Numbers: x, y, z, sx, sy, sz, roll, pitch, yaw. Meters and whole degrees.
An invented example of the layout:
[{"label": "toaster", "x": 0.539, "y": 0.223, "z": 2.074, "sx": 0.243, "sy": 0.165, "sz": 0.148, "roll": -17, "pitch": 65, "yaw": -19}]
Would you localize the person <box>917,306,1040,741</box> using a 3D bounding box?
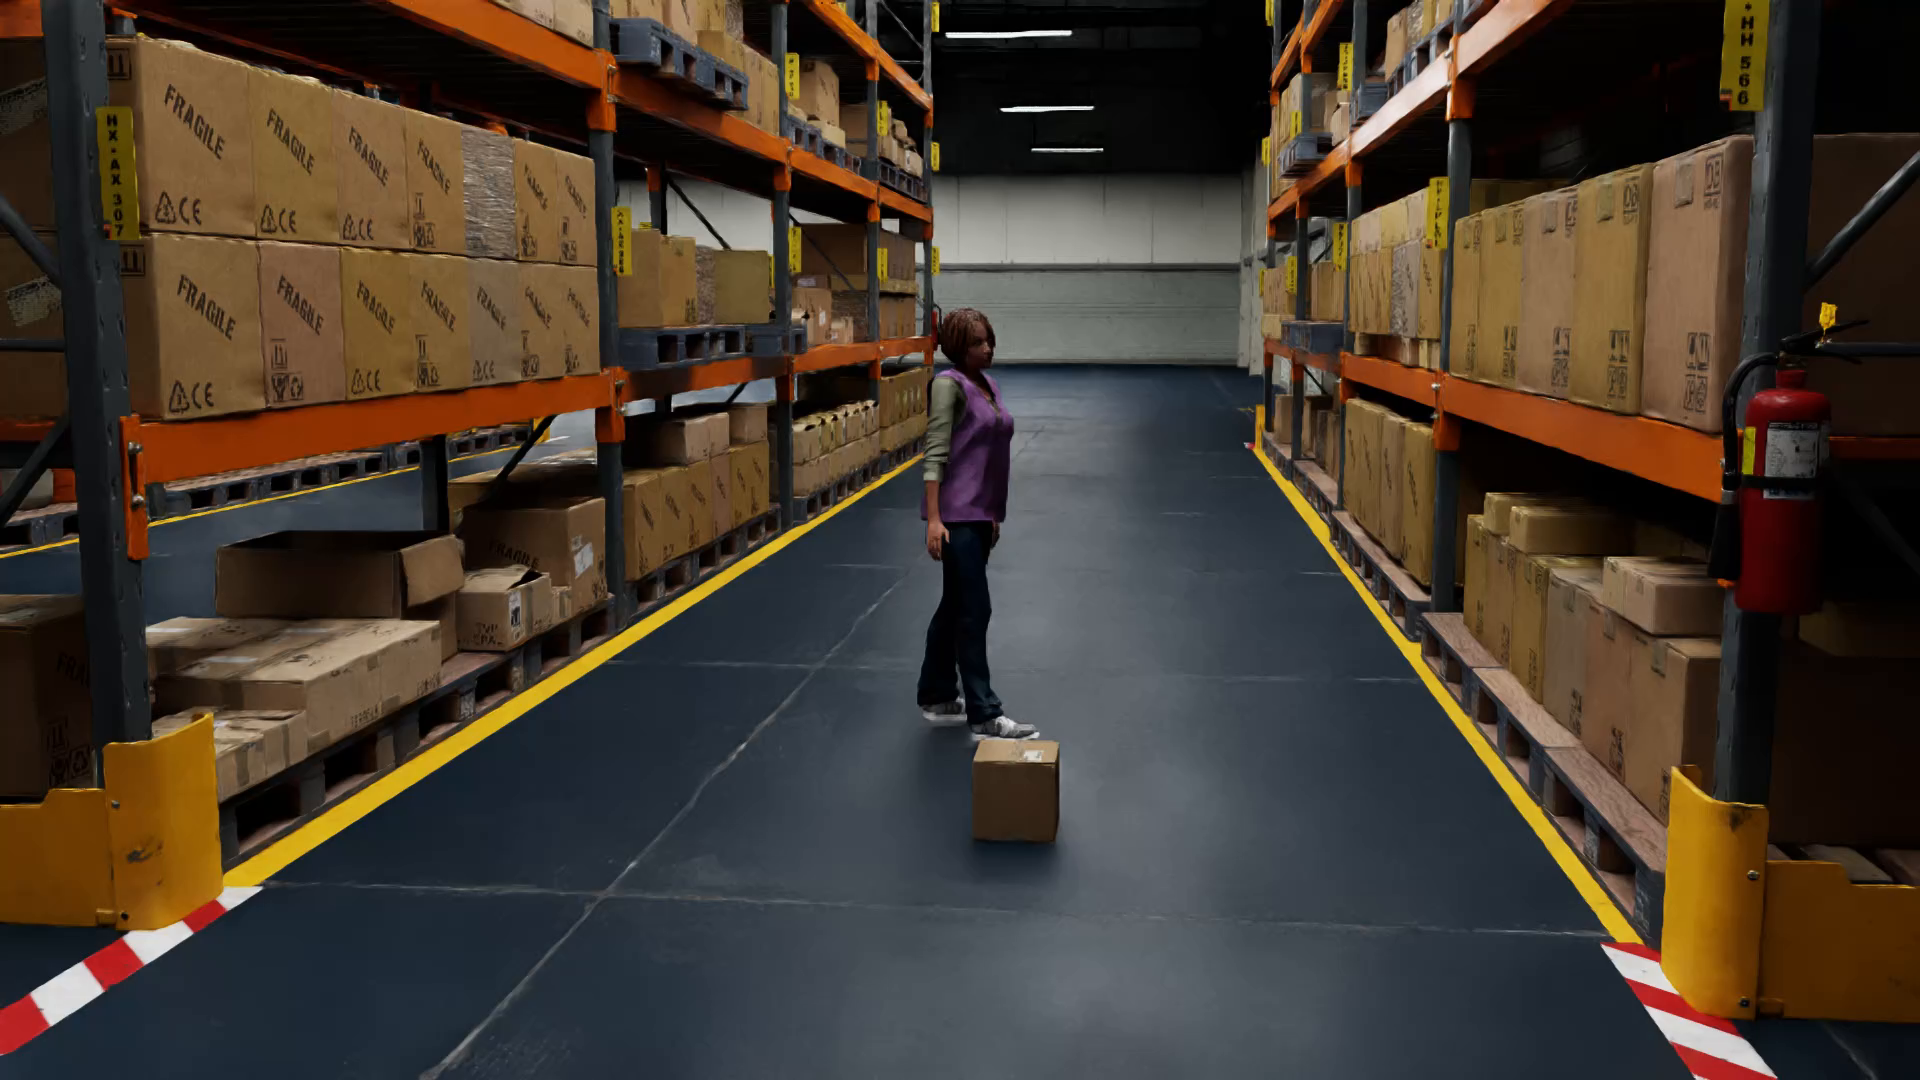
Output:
[{"label": "person", "x": 0.060, "y": -0.056, "z": 6.112, "sx": 0.572, "sy": 1.591, "sz": 0.604, "roll": 3, "pitch": 9, "yaw": 23}]
